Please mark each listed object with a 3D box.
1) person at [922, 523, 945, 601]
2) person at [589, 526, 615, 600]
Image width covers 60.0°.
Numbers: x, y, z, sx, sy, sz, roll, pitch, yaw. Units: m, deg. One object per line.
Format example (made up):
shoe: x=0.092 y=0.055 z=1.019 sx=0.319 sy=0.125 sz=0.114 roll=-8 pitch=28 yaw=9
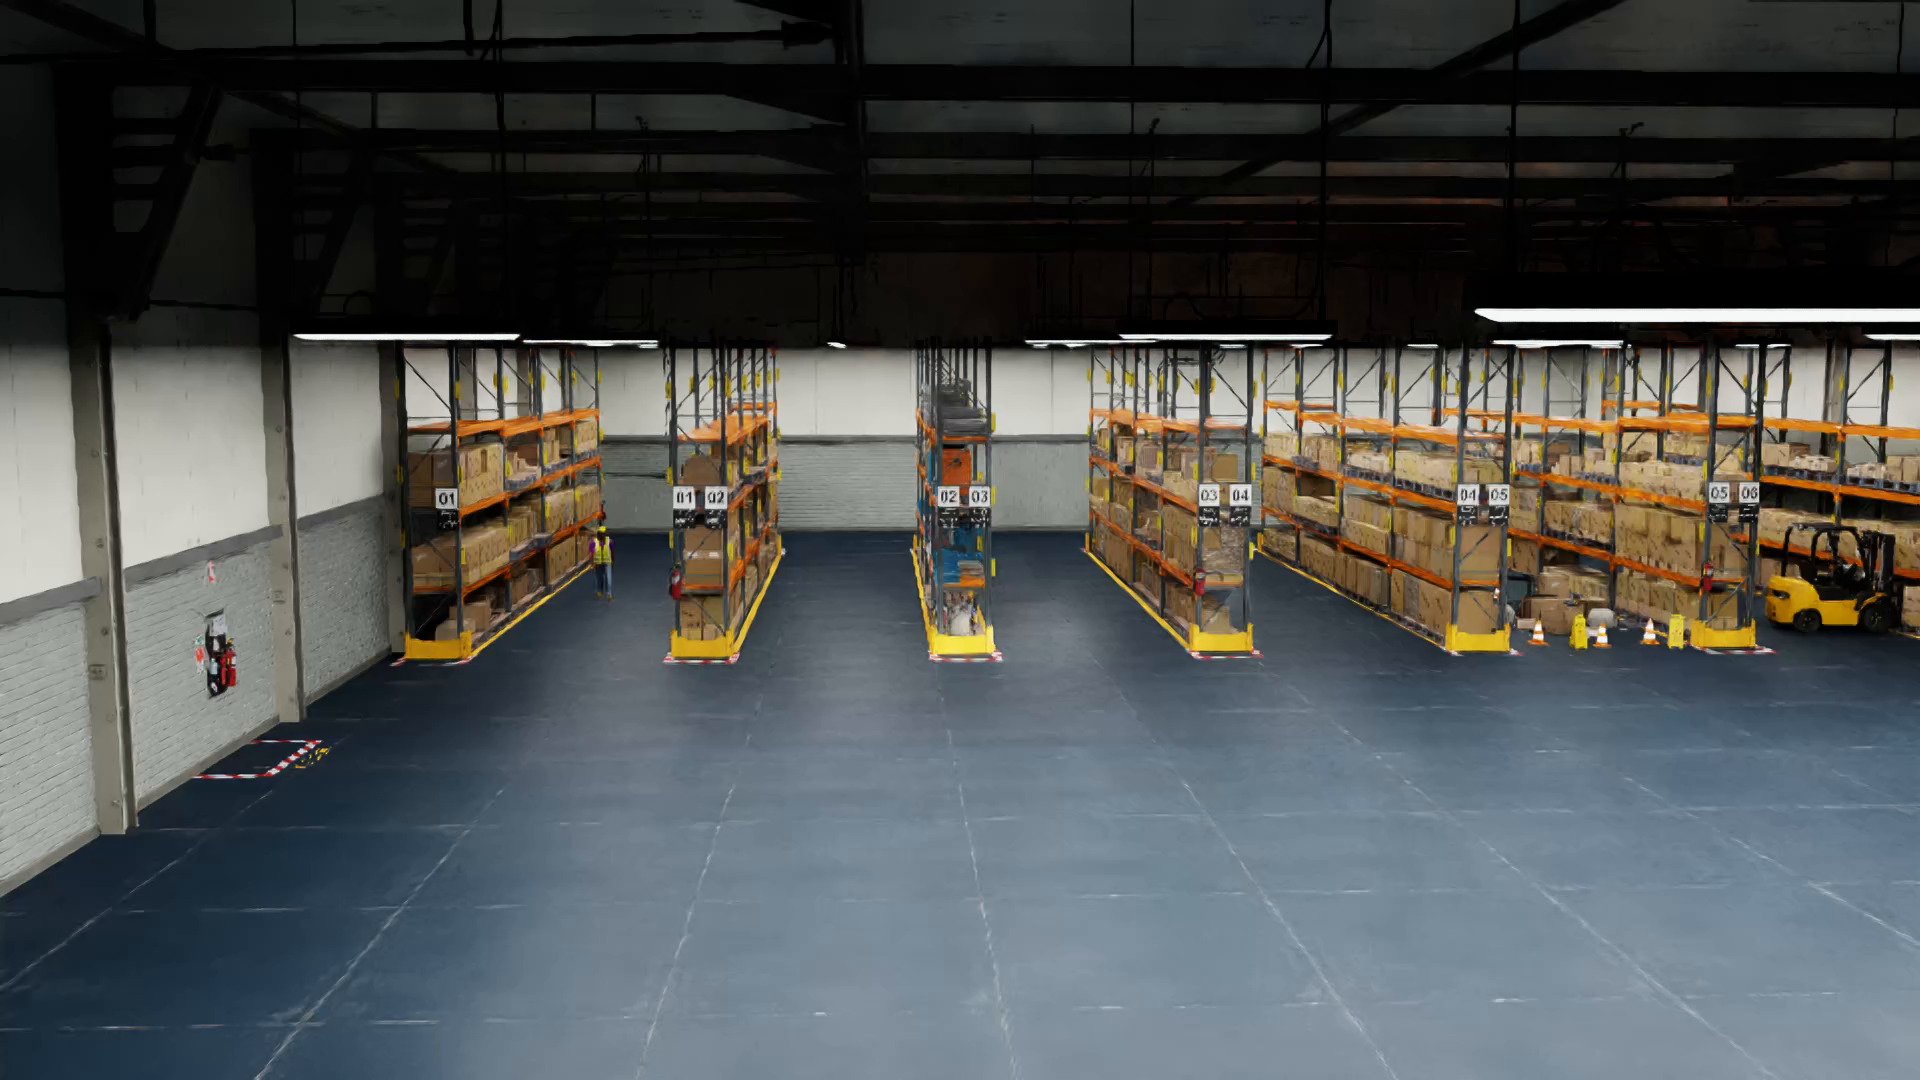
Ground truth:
person: x=-0.579 y=0.494 z=36.449 sx=0.555 sy=1.751 sz=0.636 roll=1 pitch=7 yaw=7
person: x=-8.252 y=0.514 z=38.344 sx=0.571 sy=1.708 sz=1.033 roll=-1 pitch=7 yaw=-11
